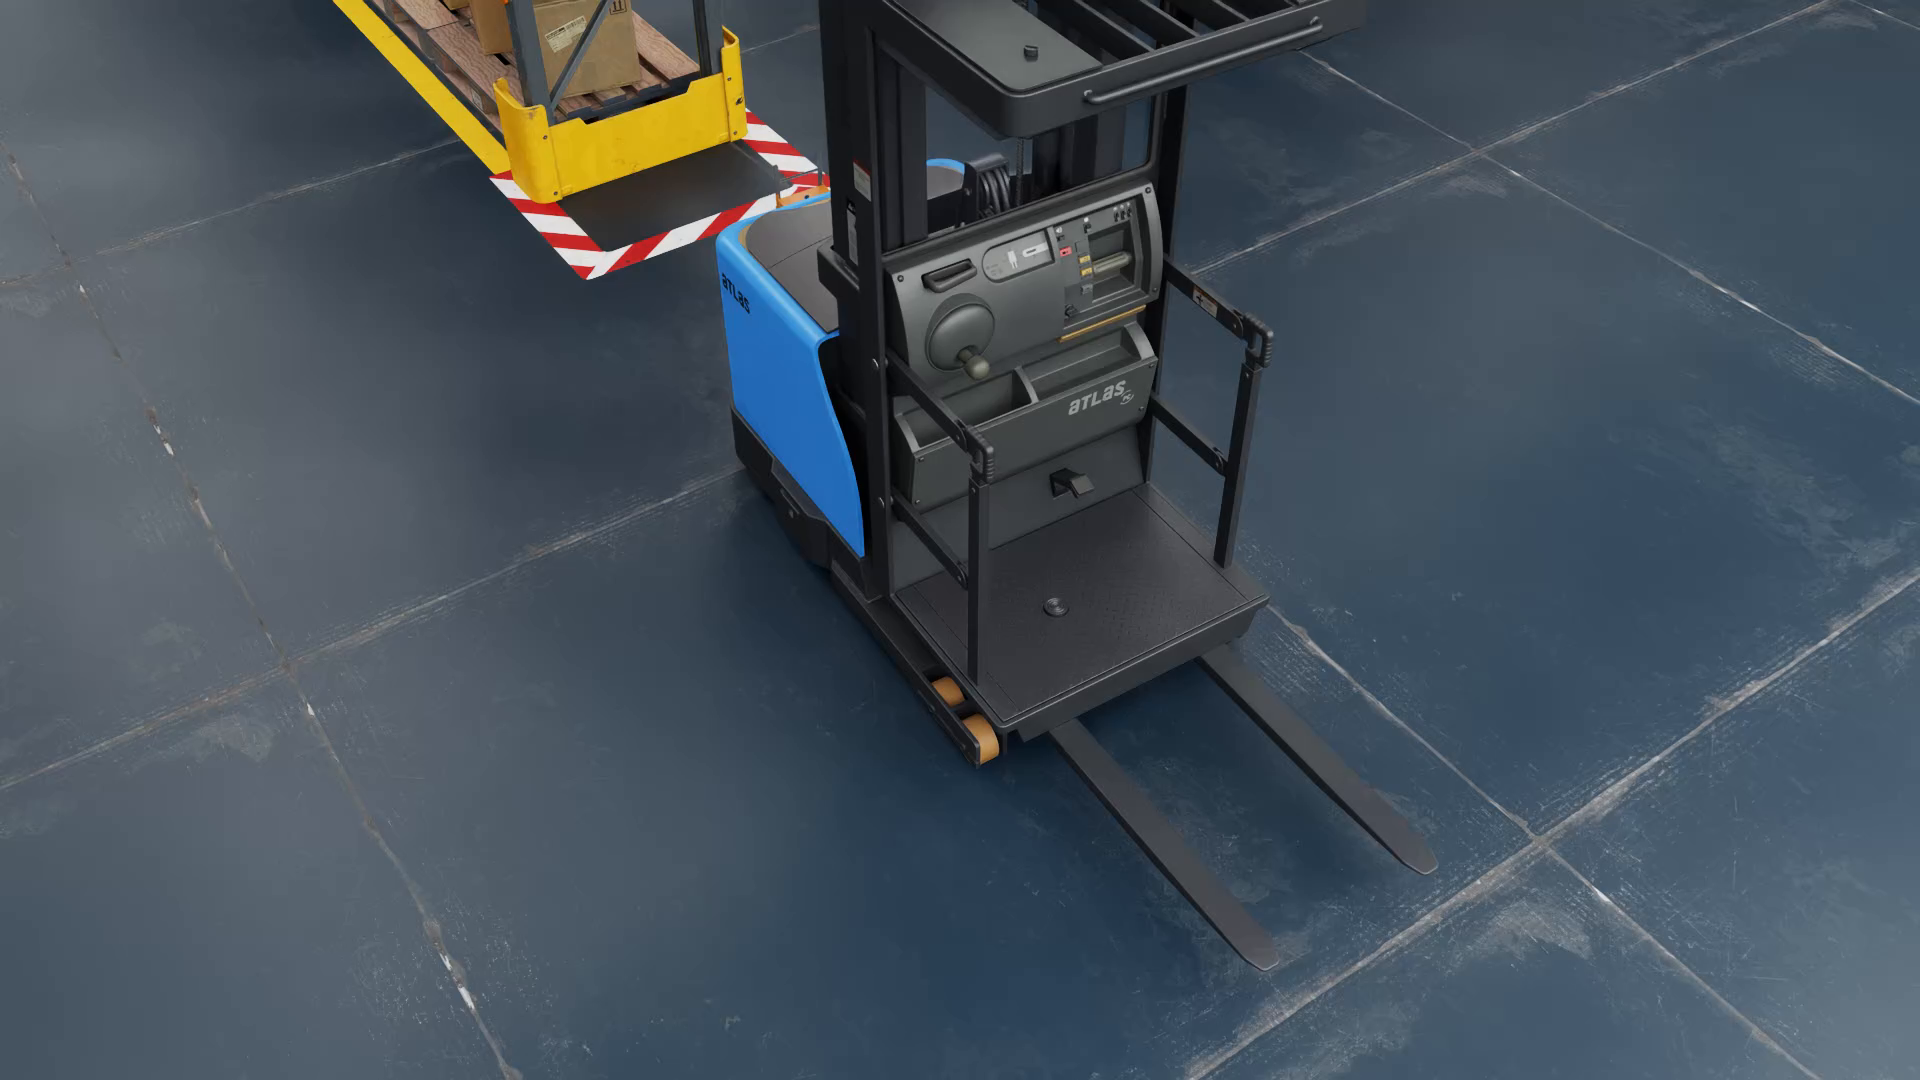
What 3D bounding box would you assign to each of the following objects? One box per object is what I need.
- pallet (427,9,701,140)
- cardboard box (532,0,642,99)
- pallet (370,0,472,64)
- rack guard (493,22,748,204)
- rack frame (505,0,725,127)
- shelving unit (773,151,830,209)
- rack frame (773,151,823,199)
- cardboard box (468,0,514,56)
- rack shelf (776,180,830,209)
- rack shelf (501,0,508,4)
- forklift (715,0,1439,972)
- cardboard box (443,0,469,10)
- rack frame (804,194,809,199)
[{"bbox_3d":[-2.061,-2.464,8.678,1.003,0.211,1.213,-26,49,-24],"label":"pallet"},{"bbox_3d":[-1.925,-2.563,8.269,0.500,0.500,0.500,-17,46,-17],"label":"cardboard box"},{"bbox_3d":[-2.755,-3.154,9.401,1.003,0.211,1.213,-26,49,-24],"label":"pallet"},{"bbox_3d":[-1.625,-2.094,8.081,1.175,0.500,0.348,-26,49,-24],"label":"rack guard"},{"bbox_3d":[-1.582,-2.955,7.173,1.000,3.000,0.127,-26,49,-24],"label":"rack frame"},{"bbox_3d":[-0.545,-0.977,6.513,0.215,1.050,0.252,-23,48,-23],"label":"shelving unit"},{"bbox_3d":[-0.610,-1.049,6.588,0.200,1.050,0.008,-23,48,-23],"label":"rack frame"},{"bbox_3d":[-2.295,-2.888,8.609,0.500,0.500,0.500,-14,45,-14],"label":"cardboard box"},{"bbox_3d":[-0.545,-1.175,6.325,0.215,0.259,0.240,-23,48,-23],"label":"rack shelf"},{"bbox_3d":[-2.726,-3.828,8.608,1.077,0.370,4.000,-26,49,-24],"label":"rack shelf"},{"bbox_3d":[0.331,-0.696,4.857,1.130,2.935,3.031,-23,48,-23],"label":"forklift"},{"bbox_3d":[-2.638,-3.250,8.988,0.500,0.500,0.500,-21,48,-21],"label":"cardboard box"},{"bbox_3d":[-0.480,-0.906,6.439,0.200,1.050,0.008,-23,48,-23],"label":"rack frame"}]
